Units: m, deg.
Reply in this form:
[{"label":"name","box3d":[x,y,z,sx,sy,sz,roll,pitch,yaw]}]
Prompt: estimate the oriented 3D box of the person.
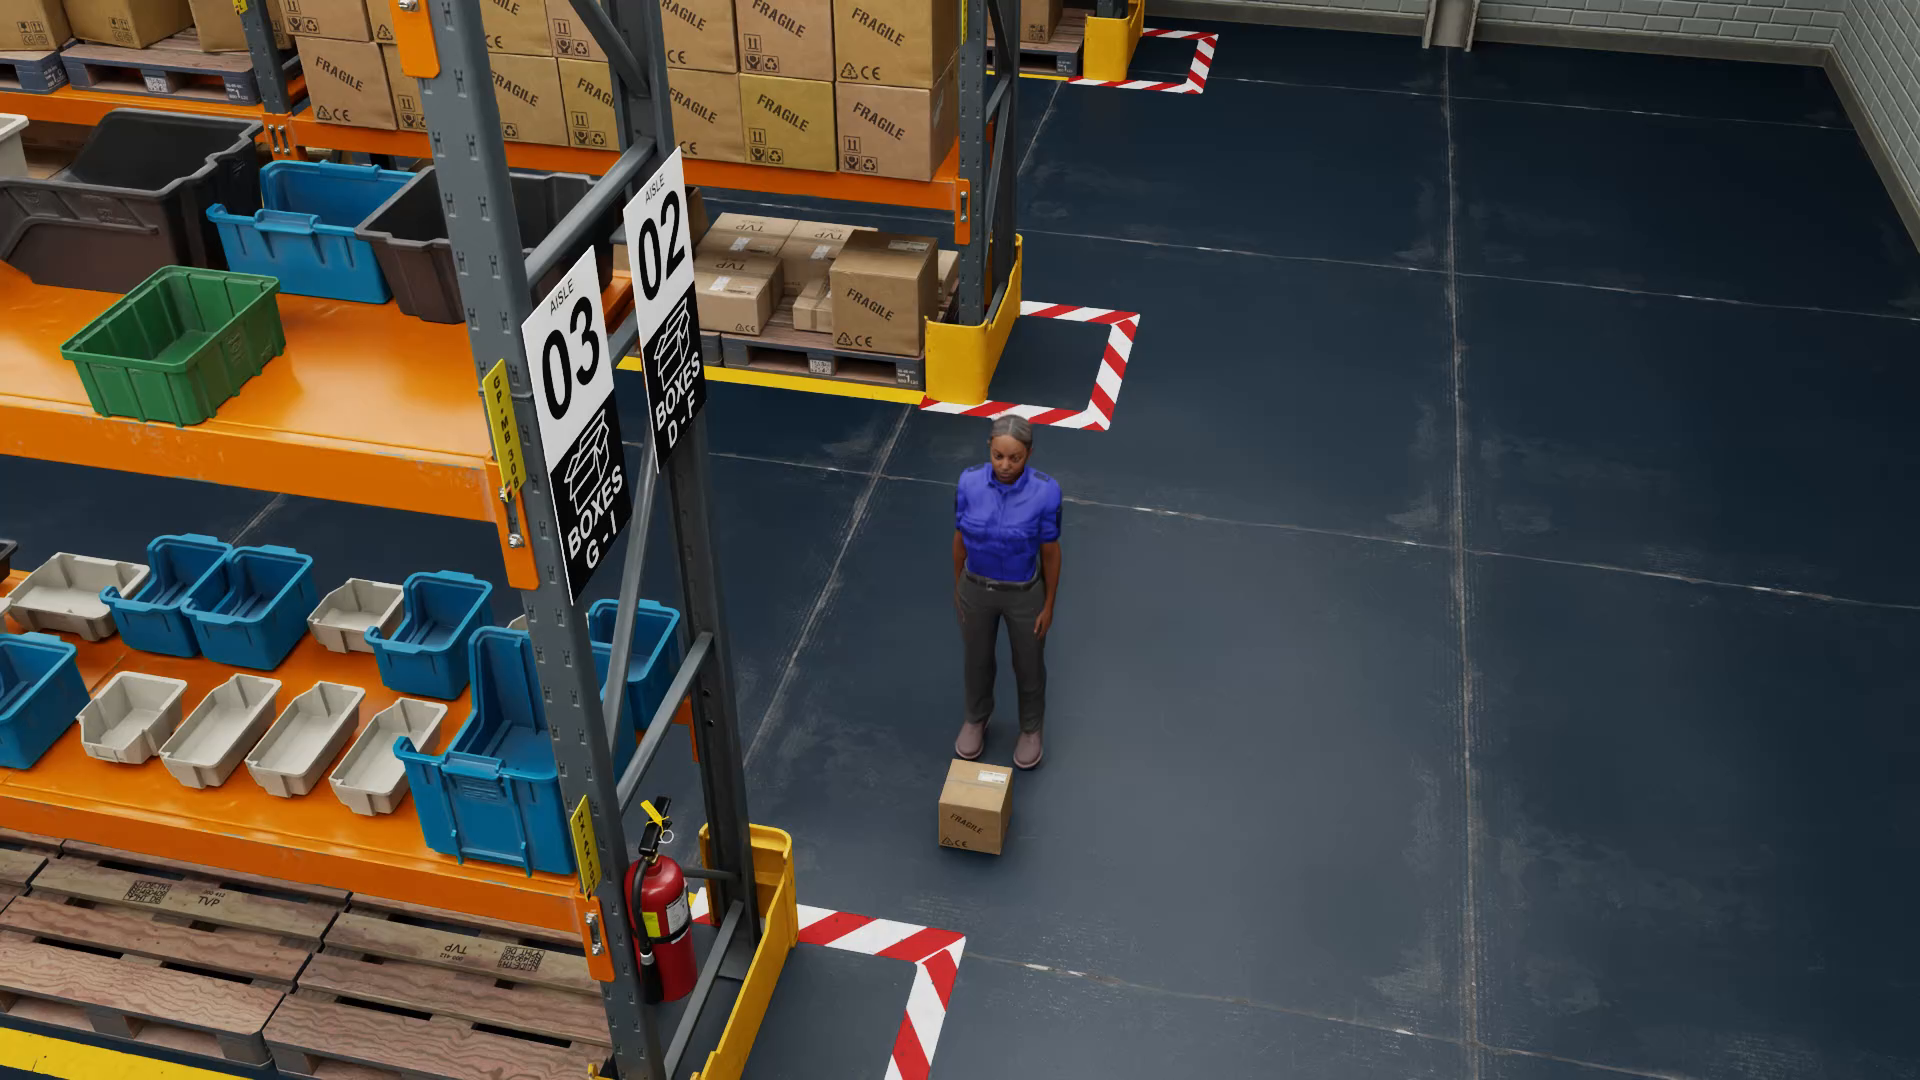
[{"label":"person","box3d":[0.183,0.215,6.677,0.435,1.659,0.309,8,38,11]}]
